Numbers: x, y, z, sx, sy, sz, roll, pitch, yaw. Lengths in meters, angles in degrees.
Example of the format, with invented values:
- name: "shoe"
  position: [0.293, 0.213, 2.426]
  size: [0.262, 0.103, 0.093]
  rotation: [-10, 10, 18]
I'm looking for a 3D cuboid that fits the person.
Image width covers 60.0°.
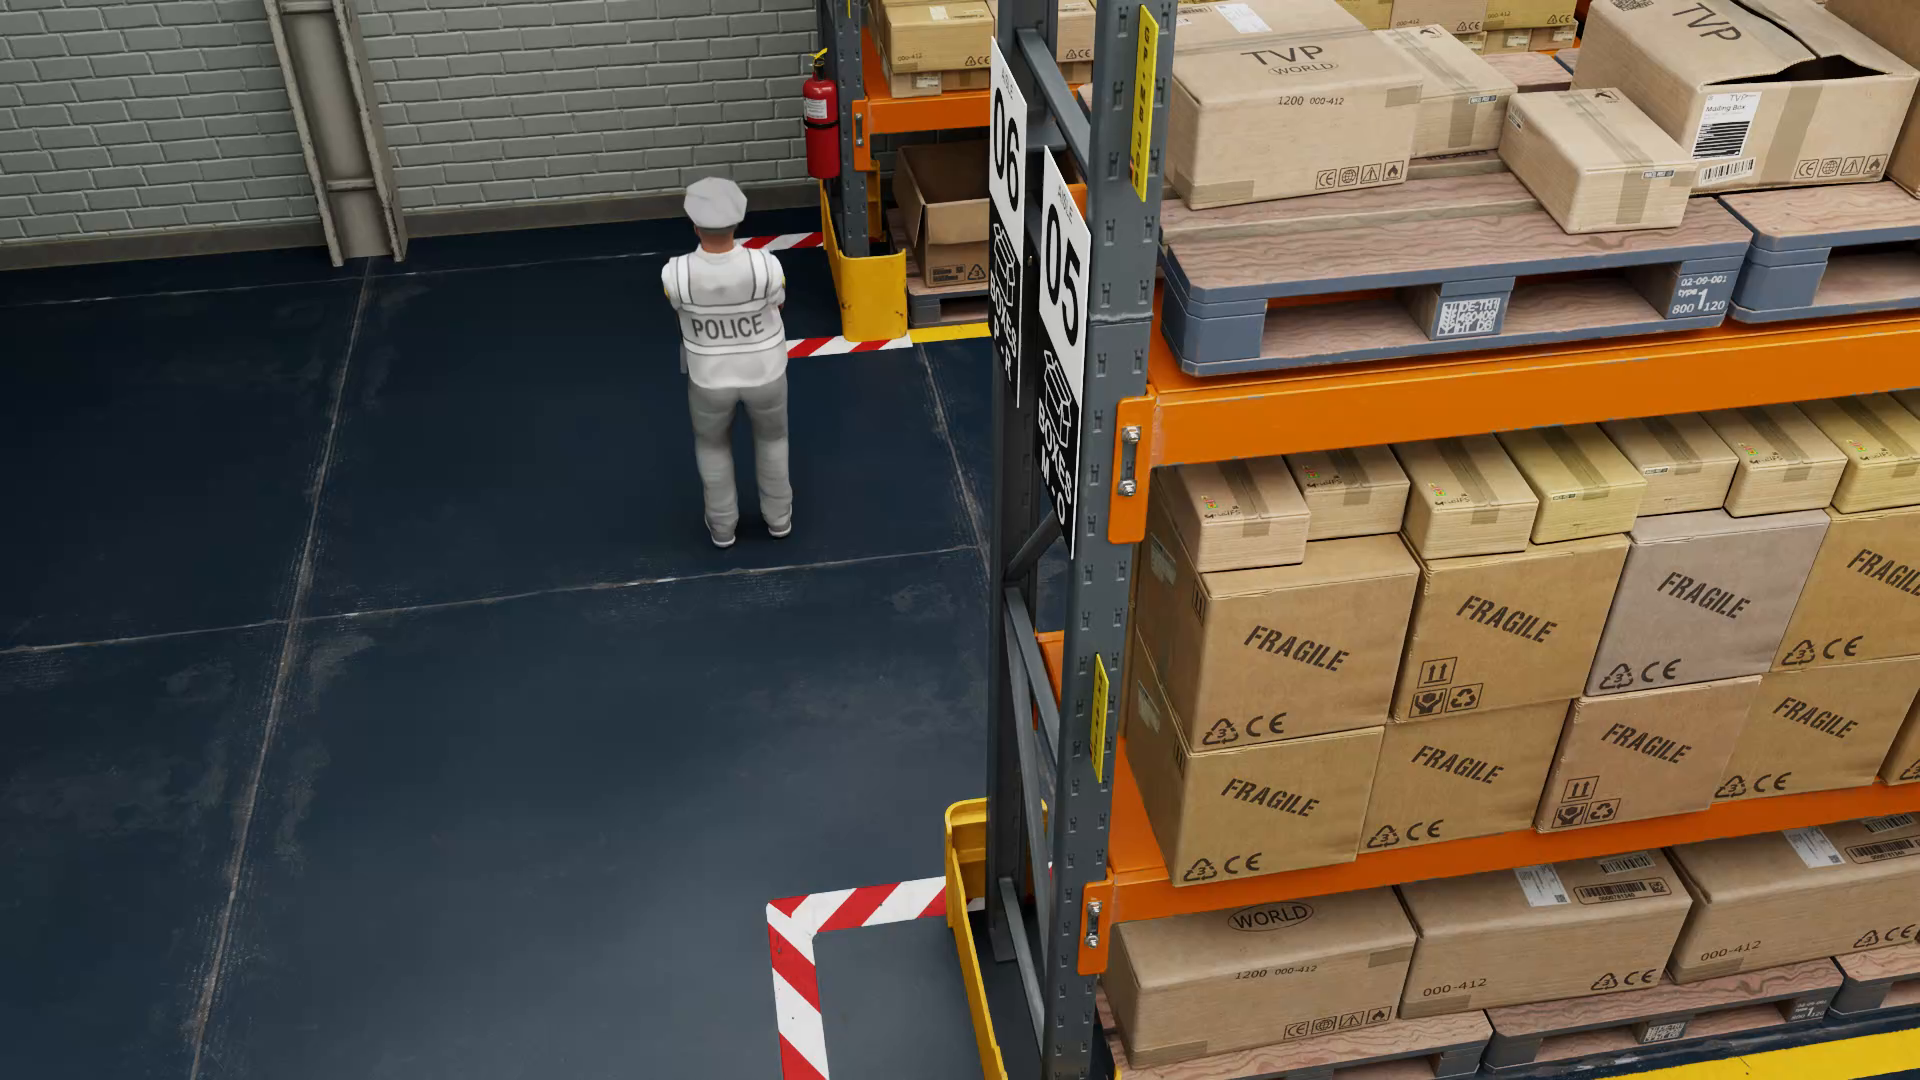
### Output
- name: "person"
  position: [-0.976, -0.778, 7.117]
  size: [0.494, 1.766, 0.567]
  rotation: [-6, 39, -7]
